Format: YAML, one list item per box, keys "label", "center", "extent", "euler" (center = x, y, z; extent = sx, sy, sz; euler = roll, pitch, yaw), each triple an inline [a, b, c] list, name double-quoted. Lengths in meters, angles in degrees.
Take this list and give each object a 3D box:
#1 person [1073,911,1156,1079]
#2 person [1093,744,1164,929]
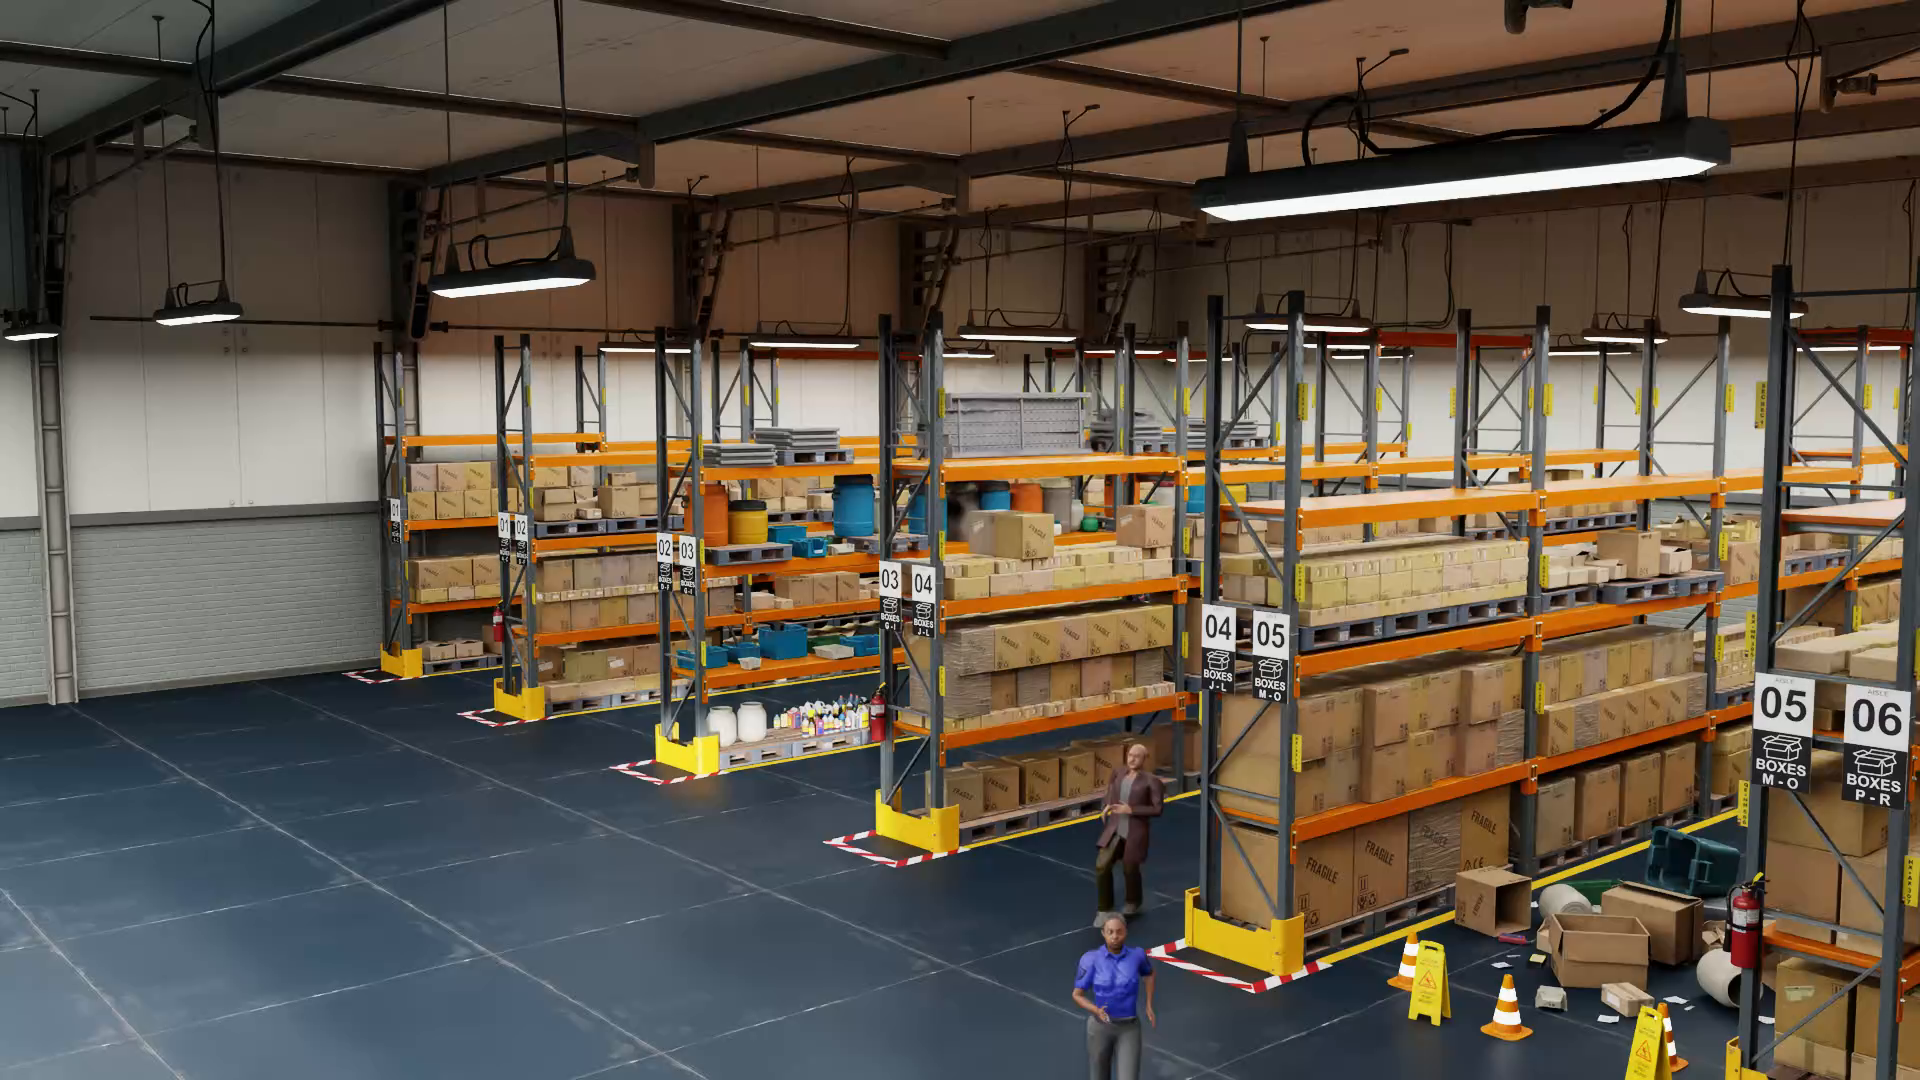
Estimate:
- label: "person"
  center: [1.042, 3.307, 11.175]
  extent: [0.577, 1.654, 0.941]
  euler: [0, 5, 1]
- label: "person"
  center: [1.667, 2.855, 16.047]
  extent: [0.692, 1.823, 0.740]
  euler: [3, 6, 29]
